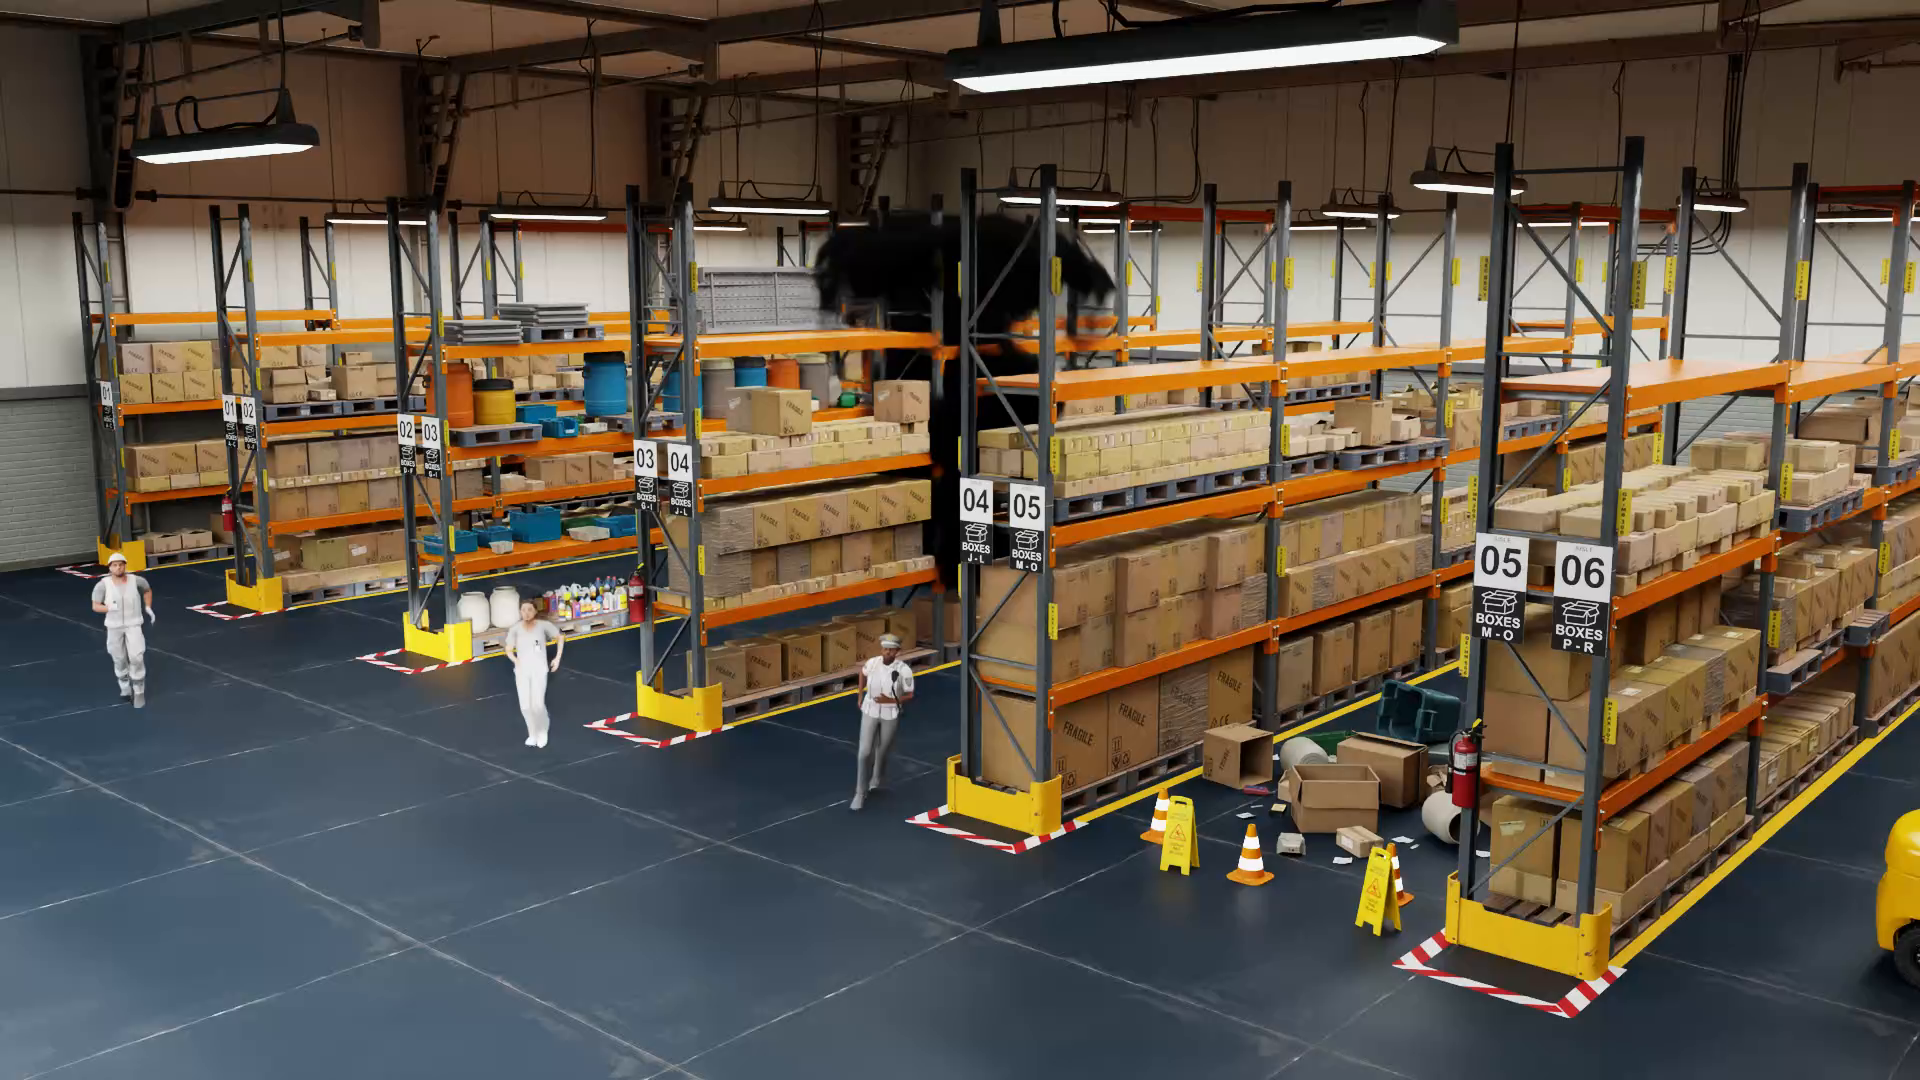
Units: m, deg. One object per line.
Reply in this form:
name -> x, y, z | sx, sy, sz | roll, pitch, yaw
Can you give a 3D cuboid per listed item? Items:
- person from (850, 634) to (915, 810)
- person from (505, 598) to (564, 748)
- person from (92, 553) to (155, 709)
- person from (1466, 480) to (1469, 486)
person -> -0.723, 1.722, 16.055 | 0.612, 1.753, 0.681 | 1, 10, 6
person -> -4.542, 1.431, 17.725 | 0.586, 1.650, 0.639 | -1, 9, -3
person -> -9.803, 1.056, 19.531 | 0.641, 1.842, 0.776 | -4, 10, -24
person -> 8.289, -0.177, 27.098 | 0.691, 1.724, 0.590 | 8, 12, 38
